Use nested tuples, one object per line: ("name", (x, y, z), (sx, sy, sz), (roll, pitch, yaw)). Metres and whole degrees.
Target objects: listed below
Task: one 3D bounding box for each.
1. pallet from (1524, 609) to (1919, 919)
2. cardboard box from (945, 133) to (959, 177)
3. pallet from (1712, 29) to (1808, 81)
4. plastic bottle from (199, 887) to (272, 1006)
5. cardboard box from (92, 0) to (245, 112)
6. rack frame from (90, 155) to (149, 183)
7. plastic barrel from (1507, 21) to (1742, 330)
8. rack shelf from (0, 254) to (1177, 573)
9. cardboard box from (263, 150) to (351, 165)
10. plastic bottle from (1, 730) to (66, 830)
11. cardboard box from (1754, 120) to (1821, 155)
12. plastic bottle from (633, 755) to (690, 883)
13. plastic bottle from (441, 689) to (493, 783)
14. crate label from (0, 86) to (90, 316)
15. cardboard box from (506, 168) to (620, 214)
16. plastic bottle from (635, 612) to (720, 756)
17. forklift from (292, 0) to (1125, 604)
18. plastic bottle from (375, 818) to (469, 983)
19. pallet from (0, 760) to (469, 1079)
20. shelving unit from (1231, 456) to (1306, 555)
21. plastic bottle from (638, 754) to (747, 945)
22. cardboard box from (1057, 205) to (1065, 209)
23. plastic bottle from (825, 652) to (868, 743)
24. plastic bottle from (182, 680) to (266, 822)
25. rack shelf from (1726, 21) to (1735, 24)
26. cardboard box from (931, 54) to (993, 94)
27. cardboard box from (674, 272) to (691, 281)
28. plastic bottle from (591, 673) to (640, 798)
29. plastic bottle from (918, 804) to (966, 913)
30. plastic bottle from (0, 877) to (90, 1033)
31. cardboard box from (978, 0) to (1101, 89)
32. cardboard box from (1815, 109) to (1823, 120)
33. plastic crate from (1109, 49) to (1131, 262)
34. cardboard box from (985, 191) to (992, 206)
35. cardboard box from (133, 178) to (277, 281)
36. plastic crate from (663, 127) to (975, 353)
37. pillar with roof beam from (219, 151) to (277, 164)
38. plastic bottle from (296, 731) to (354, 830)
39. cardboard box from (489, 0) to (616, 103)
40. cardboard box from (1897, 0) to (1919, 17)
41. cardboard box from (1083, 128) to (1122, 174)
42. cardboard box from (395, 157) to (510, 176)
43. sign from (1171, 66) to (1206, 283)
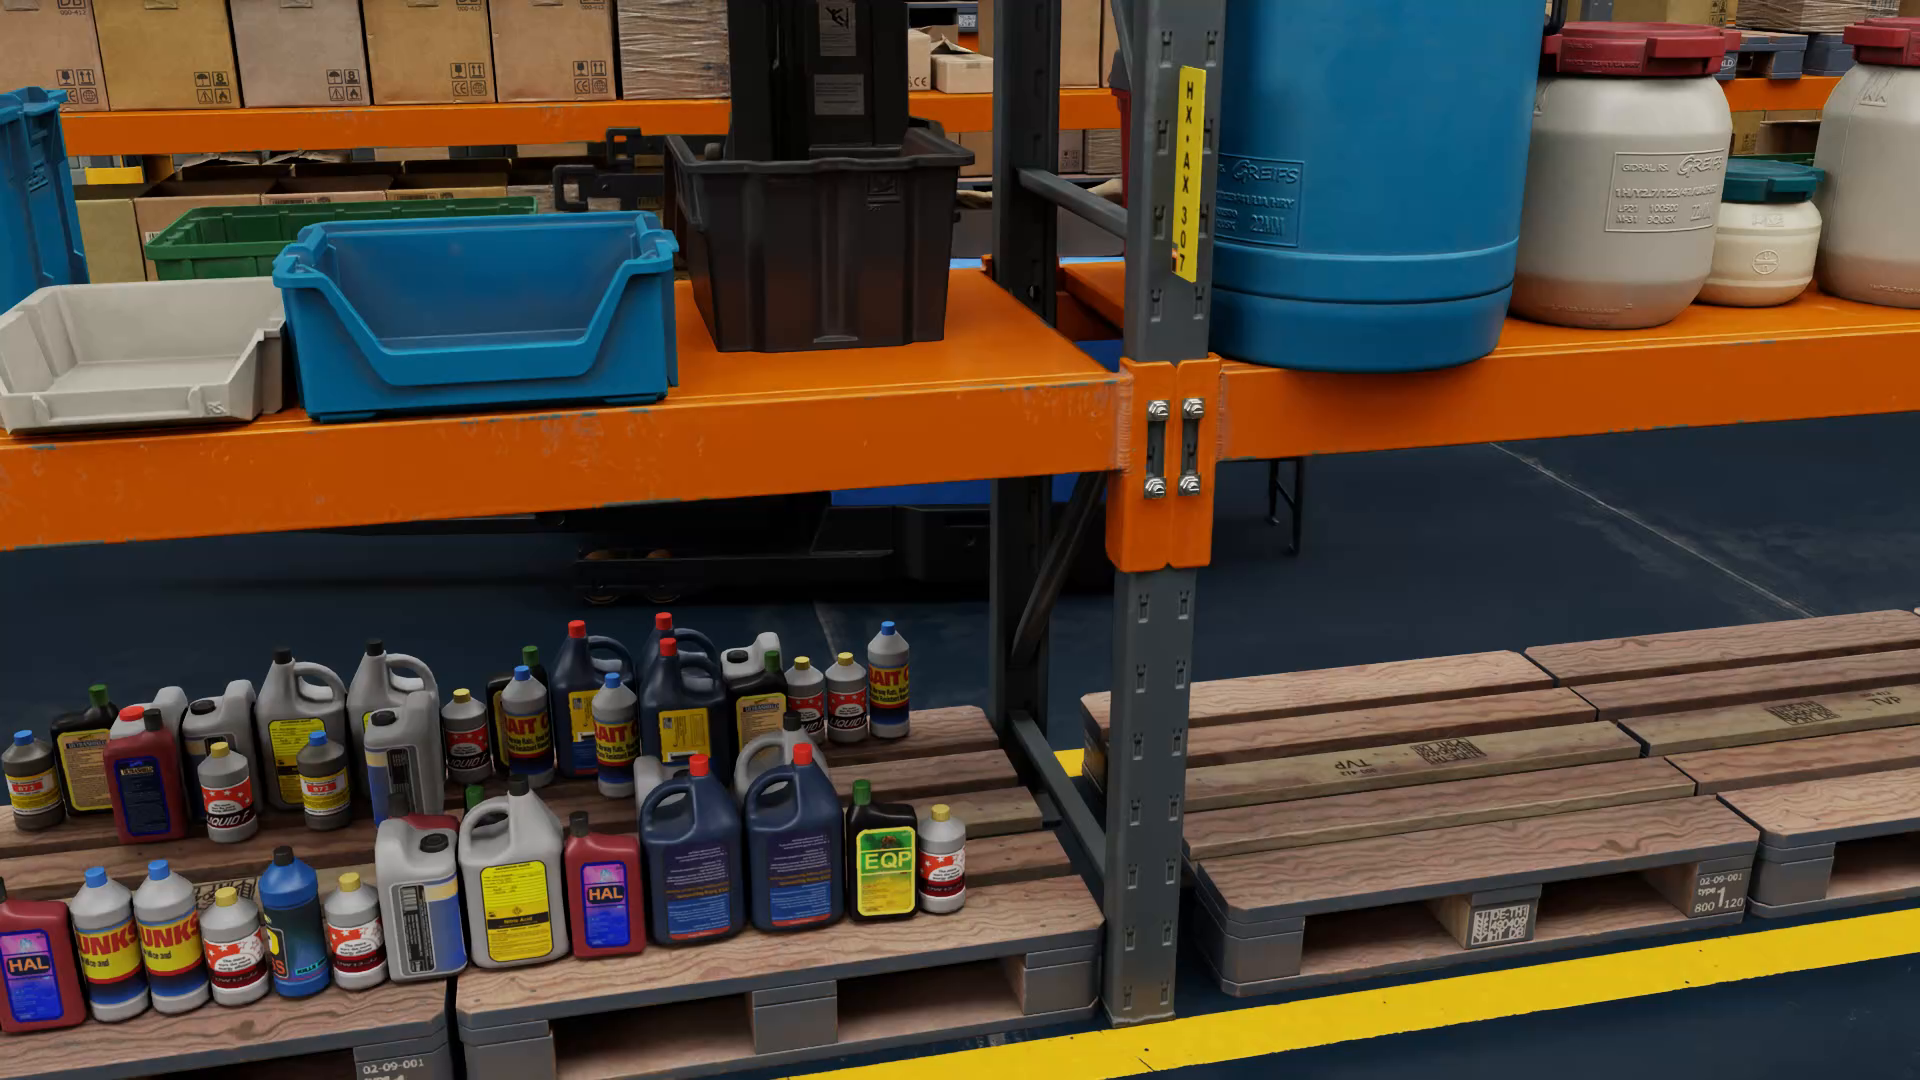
("pallet", (2.189, 0.505, 4.130), (1.213, 0.211, 1.003), (-5, 21, -12))
("cardboard box", (-0.326, -3.129, 12.990), (0.500, 0.500, 0.700), (-4, 21, -12))
("pallet", (3.644, -2.594, 8.813), (1.003, 0.211, 1.213), (-5, 21, -12))
("plastic bottle", (-1.285, 0.710, 2.943), (0.097, 0.201, 0.097), (0, 20, 0))
("cardboard box", (-3.333, -2.133, 7.133), (0.500, 0.500, 0.700), (-5, 21, -12))
("rack frame", (-5.928, -3.631, 11.366), (0.127, 3.000, 1.000), (-5, 21, -12))
("plastic barrel", (1.226, -0.698, 3.161), (0.433, 0.535, 0.433), (0, 20, 0))
("rack shelf", (-1.702, -0.136, 2.869), (4.000, 0.370, 1.077), (-5, 21, -12))
("cardboard box", (-4.679, -2.645, 11.944), (0.500, 0.311, 0.500), (-3, 20, -8))
("plastic bottle", (-1.962, 0.500, 3.517), (0.097, 0.201, 0.097), (0, 20, 0))
("cardboard box", (4.905, -2.232, 9.452), (0.500, 0.250, 0.500), (-5, 21, -14))
("plastic bottle", (-0.562, 0.556, 3.257), (0.135, 0.276, 0.152), (-5, 21, -12))
("plastic bottle", (-1.101, 0.430, 3.708), (0.097, 0.201, 0.097), (0, 20, 0))
("crate label", (-1.920, -0.568, 2.952), (0.616, 0.435, 0.502), (-5, 21, -12))
("cardboard box", (-1.782, -1.403, 7.579), (0.500, 0.500, 0.500), (-5, 21, -12))
("plastic bottle", (-0.637, 0.331, 3.763), (0.185, 0.351, 0.144), (-4, 21, -11))
("forklift", (-0.877, -1.359, 5.263), (3.031, 2.935, 1.130), (-1, 20, -2))
("plastic bottle", (-0.976, 0.640, 3.025), (0.135, 0.276, 0.152), (-4, 21, -11))
("pallet", (-1.609, 0.815, 3.284), (1.213, 0.211, 1.003), (-5, 21, -12))
("shelving unit", (0.895, -0.999, 5.488), (0.503, 2.100, 0.431), (-1, 20, -2))
("plastic bottle", (-0.503, 0.568, 3.114), (0.185, 0.351, 0.144), (-6, 21, -15))
("cardboard box", (0.559, -1.488, 8.087), (0.500, 0.311, 0.500), (-5, 21, -14))
("plastic bottle", (-0.266, 0.362, 3.893), (0.097, 0.201, 0.097), (0, 20, 0))
("plastic bottle", (-1.575, 0.443, 3.563), (0.135, 0.276, 0.152), (-5, 21, -14))
("rack shelf", (7.696, -4.401, 14.515), (4.000, 0.370, 1.077), (-5, 21, -12))
("cardboard box", (0.017, -2.174, 7.753), (0.250, 0.149, 0.380), (-5, 21, -12))
("cardboard box", (-1.293, -1.086, 7.806), (0.500, 0.250, 0.500), (-5, 21, -12))
("plastic bottle", (-0.750, 0.420, 3.635), (0.097, 0.271, 0.097), (0, 20, 0))
("plastic bottle", (-0.037, 0.609, 3.220), (0.097, 0.201, 0.097), (0, 20, 0))
("plastic bottle", (-1.588, 0.703, 2.844), (0.133, 0.283, 0.061), (-4, 21, -12))
("cardboard box", (0.372, -2.434, 7.953), (0.500, 0.500, 0.500), (-3, 20, -9))
("cardboard box", (7.491, -3.708, 14.599), (0.500, 0.500, 0.700), (-4, 21, -11))
("plastic crate", (0.645, -0.802, 3.551), (0.583, 0.464, 0.402), (-5, 21, -12))
("cardboard box", (0.427, -1.669, 8.582), (0.500, 0.311, 0.500), (-5, 21, -13))
("cardboard box", (-3.242, -1.284, 7.255), (0.500, 0.500, 0.500), (-5, 21, -12))
("plastic crate", (-0.295, -0.604, 3.192), (0.504, 0.338, 0.767), (-5, 21, -12))
("pillar with roof beam", (-4.455, -5.352, 7.342), (0.400, 9.000, 9.100), (-5, 21, -12))
("plastic bottle", (-1.345, 0.501, 3.515), (0.097, 0.201, 0.097), (0, 20, 0))
("cardboard box", (-1.834, -2.256, 7.466), (0.500, 0.500, 0.700), (-5, 21, -13))
("cardboard box", (5.188, -3.007, 8.906), (0.500, 0.500, 0.700), (-10, 23, -26))
("cardboard box", (1.168, -3.223, 13.246), (0.500, 0.500, 0.700), (-4, 21, -12))
("cardboard box", (-2.388, -1.537, 7.946), (0.500, 0.500, 0.500), (-5, 21, -12))
("sign", (0.360, -0.577, 2.625), (0.005, 0.325, 0.100), (-5, 21, -12))
